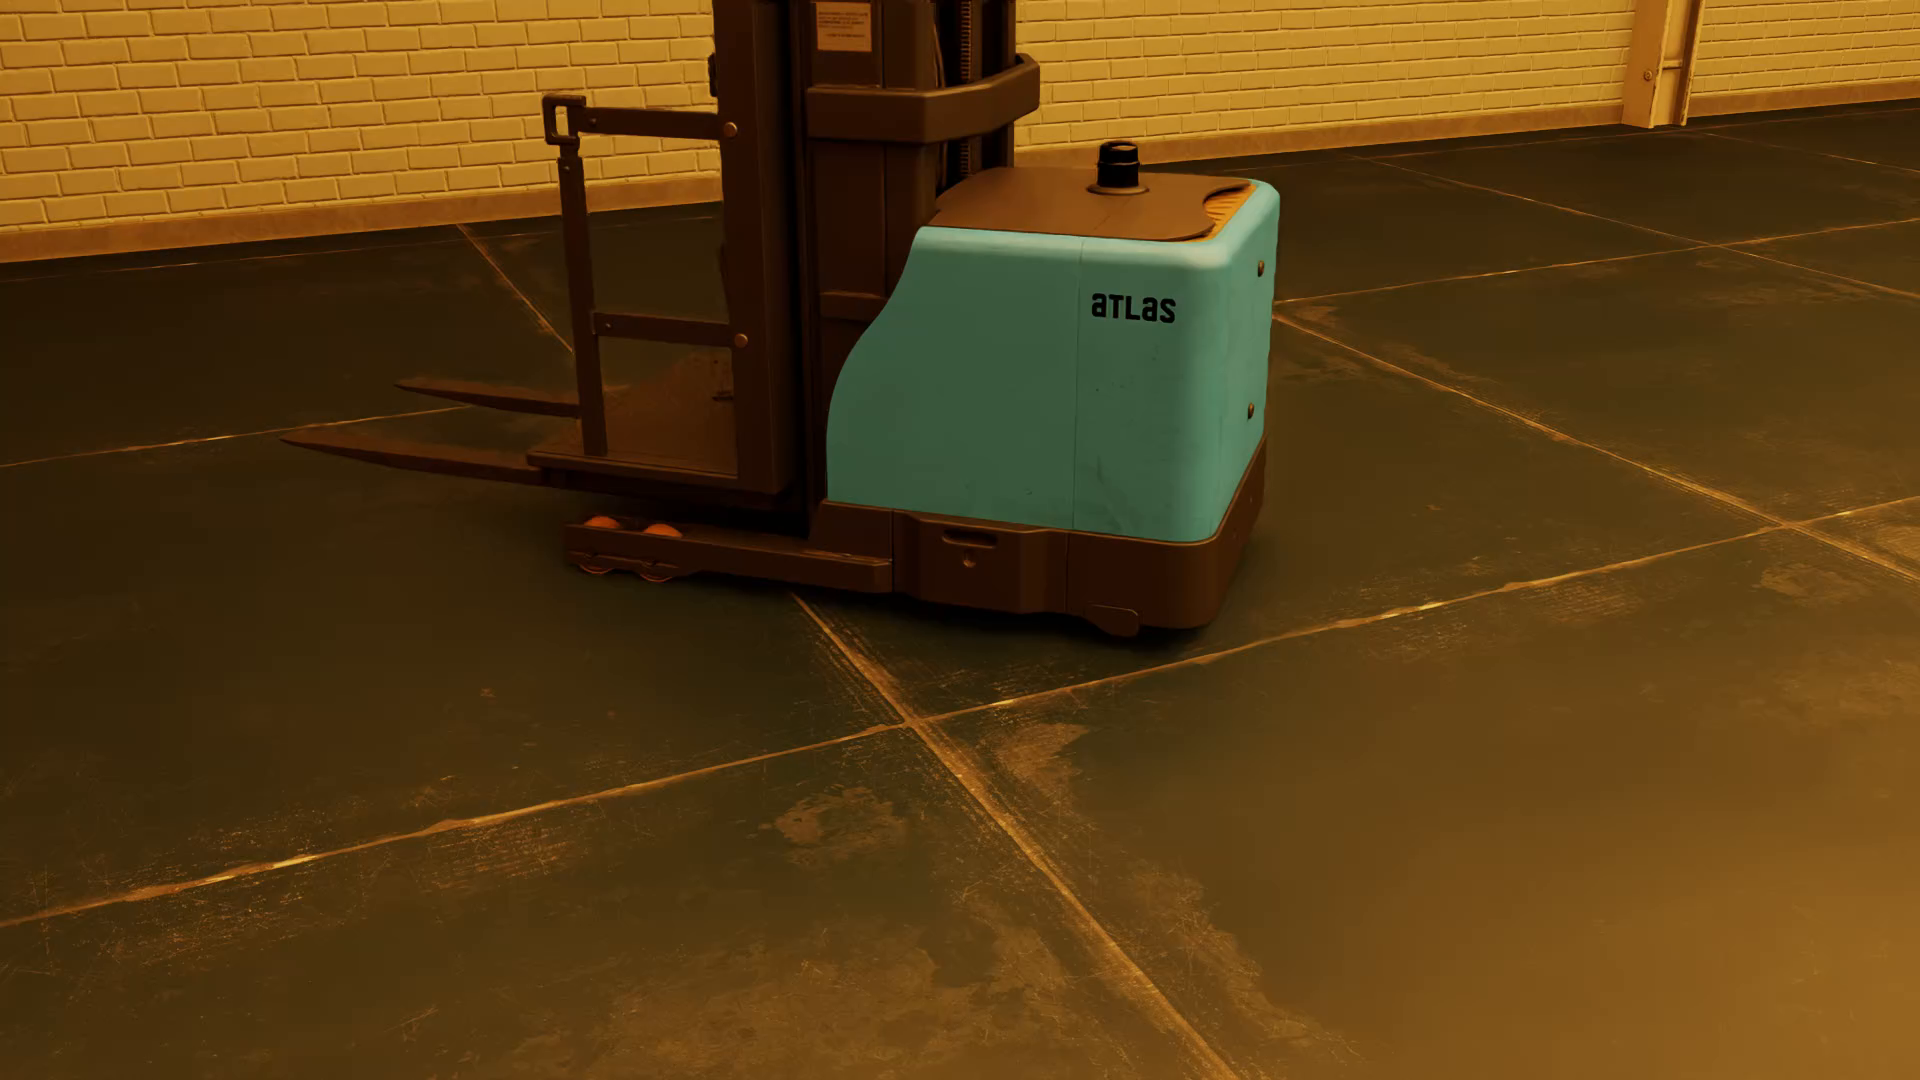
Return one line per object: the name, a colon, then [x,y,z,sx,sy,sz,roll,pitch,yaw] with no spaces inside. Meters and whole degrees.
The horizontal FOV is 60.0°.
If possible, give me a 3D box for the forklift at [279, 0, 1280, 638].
forklift: [-0.635,-1.414,4.689,3.031,2.935,1.130,7,24,17]
